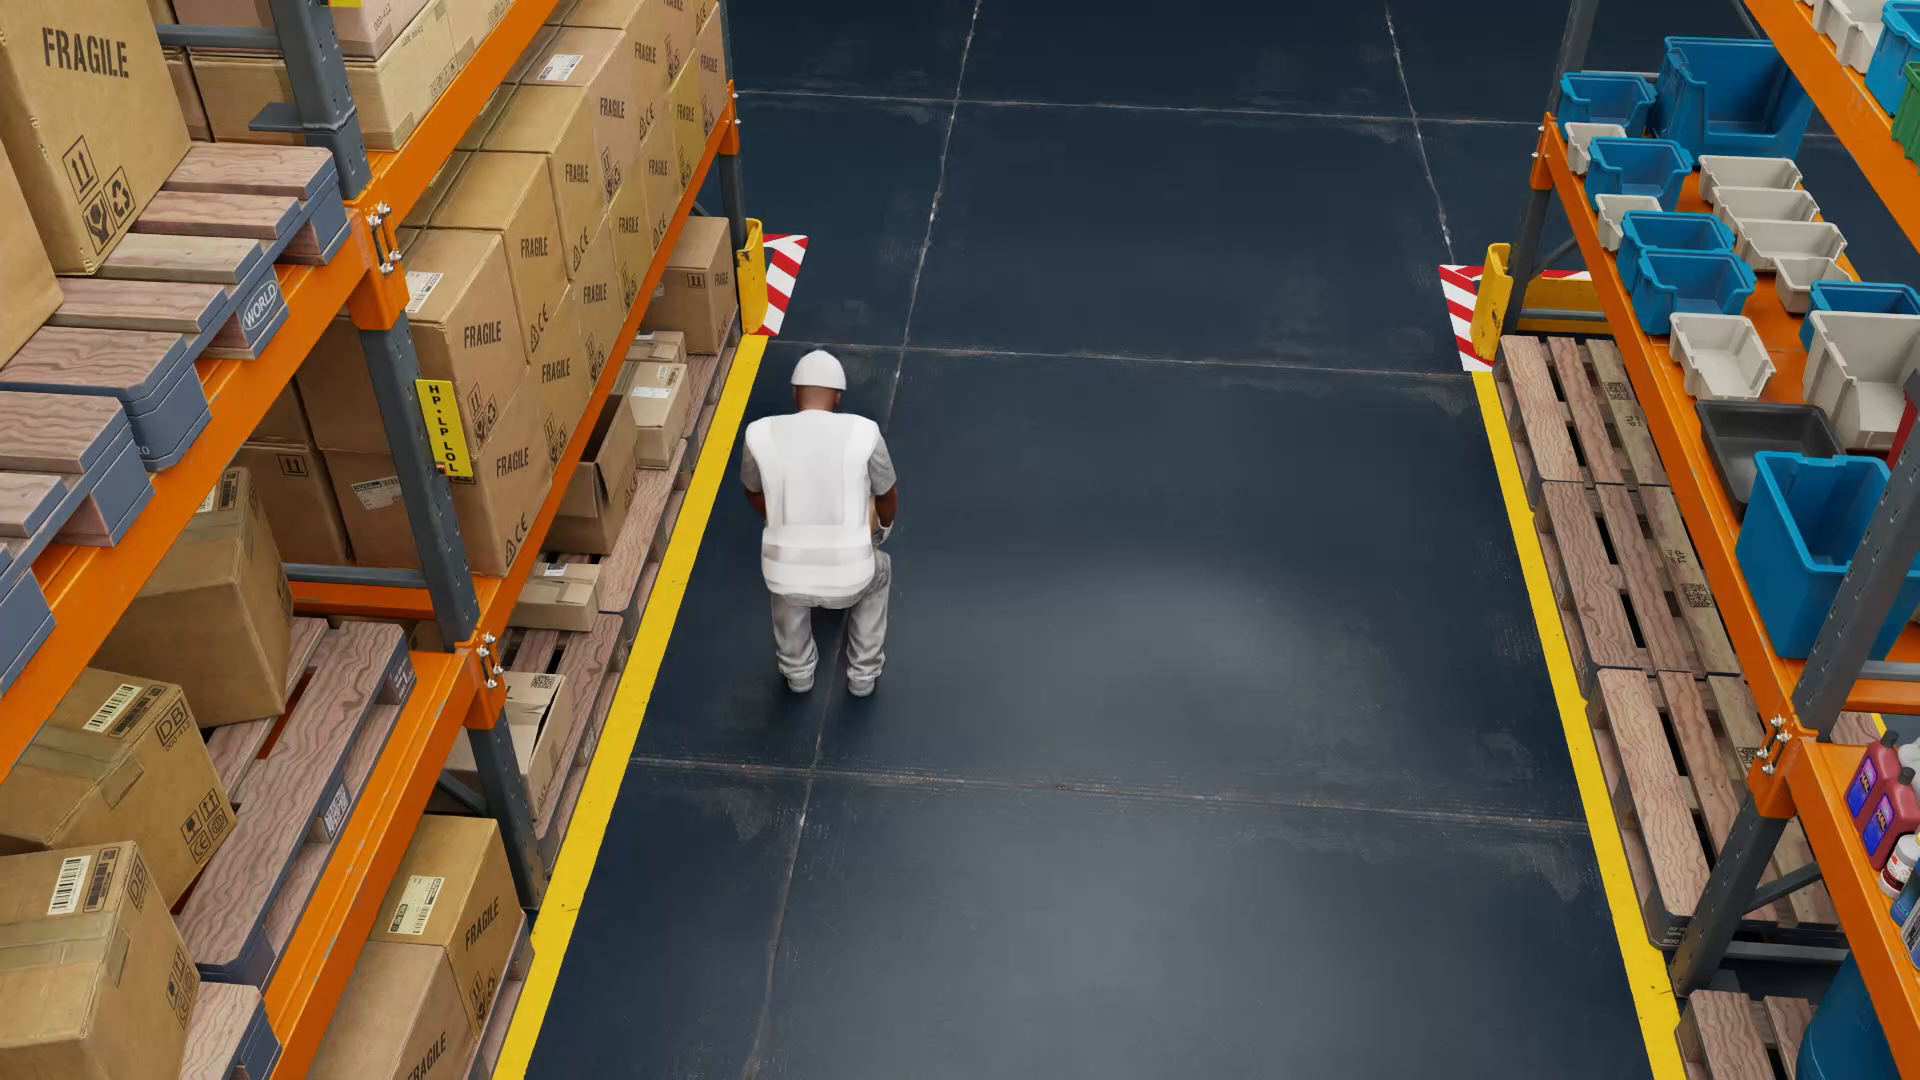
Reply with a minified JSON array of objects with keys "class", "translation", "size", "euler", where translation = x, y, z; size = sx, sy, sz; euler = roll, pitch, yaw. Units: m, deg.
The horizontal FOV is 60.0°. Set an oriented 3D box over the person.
[{"class":"person","translation":[-0.563,-0.013,6.518],"size":[0.611,1.322,0.813],"euler":[3,40,4]}]
